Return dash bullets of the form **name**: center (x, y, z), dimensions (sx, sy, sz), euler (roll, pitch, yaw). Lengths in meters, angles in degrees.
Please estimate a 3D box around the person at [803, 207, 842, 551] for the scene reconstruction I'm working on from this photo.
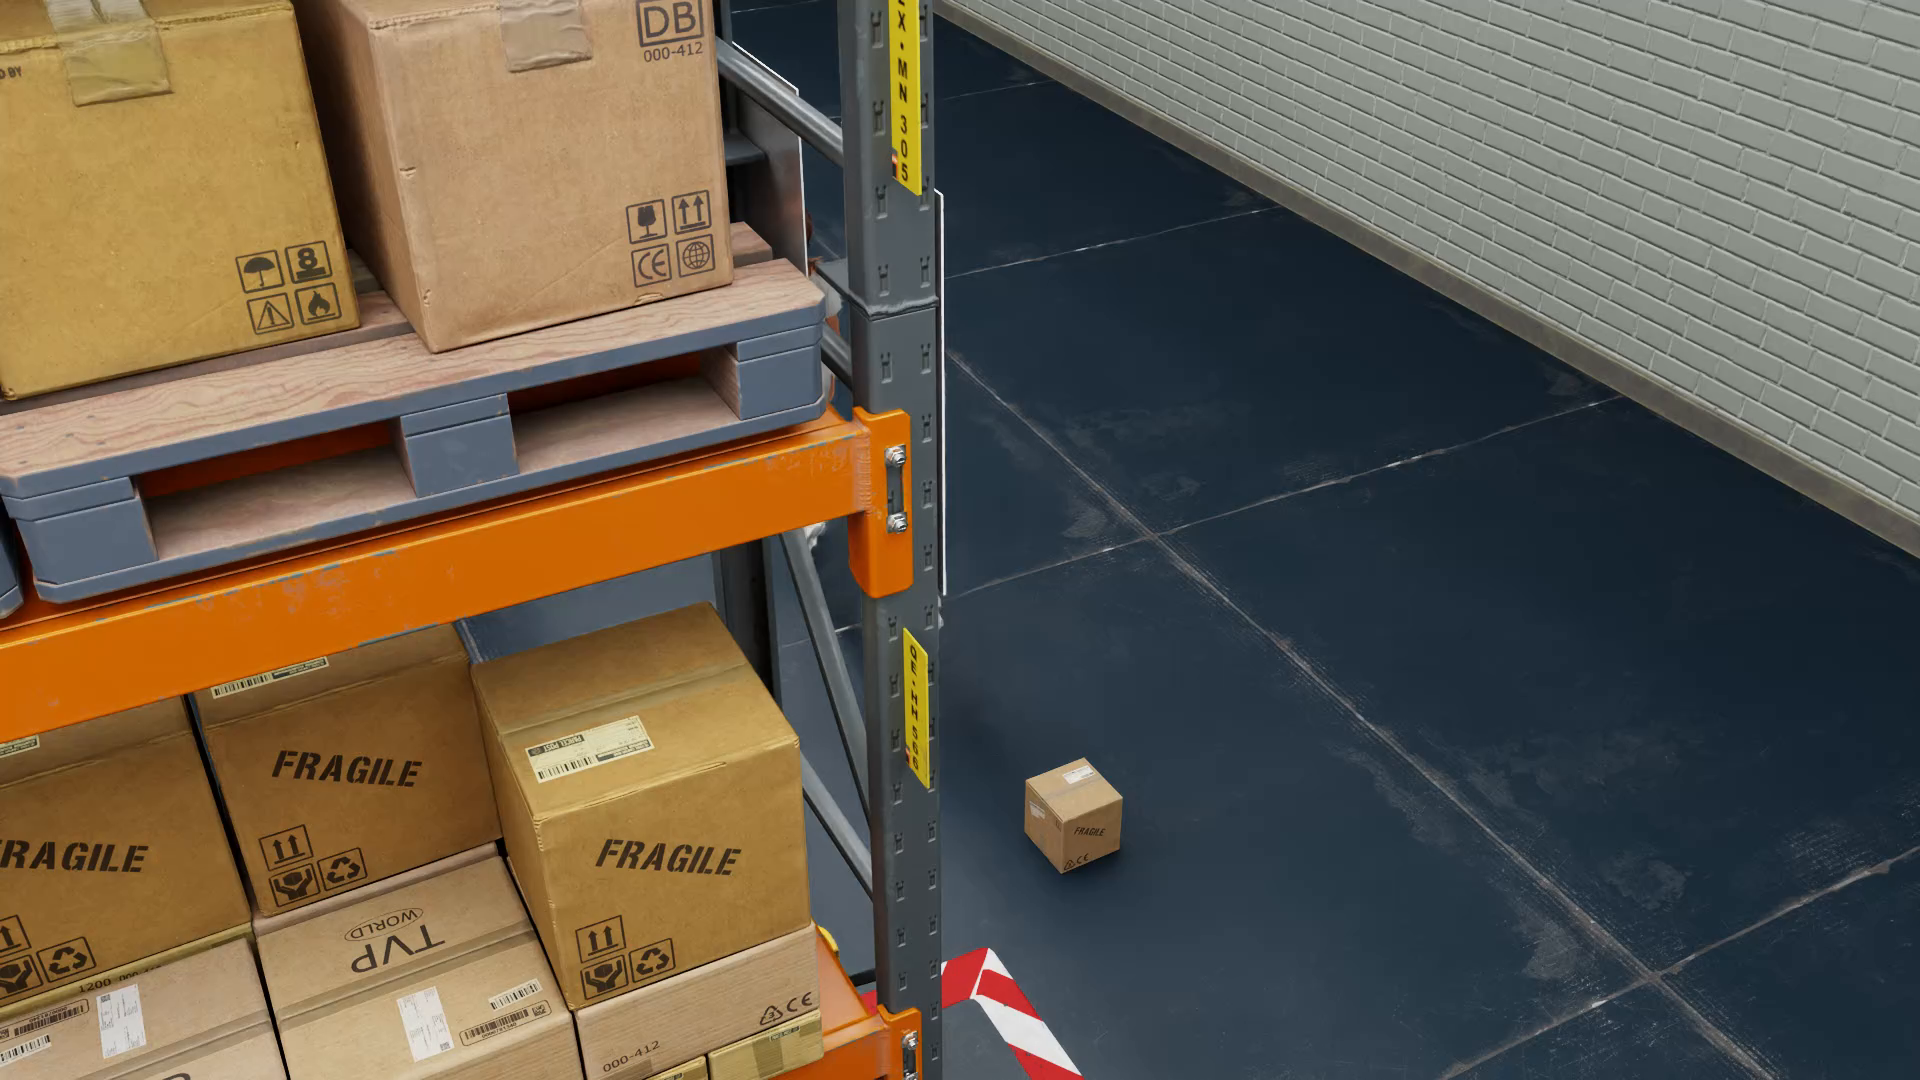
- **person**: center (-0.703, -0.659, 7.105), dimensions (0.459, 1.660, 0.559), euler (-20, 38, -28)
